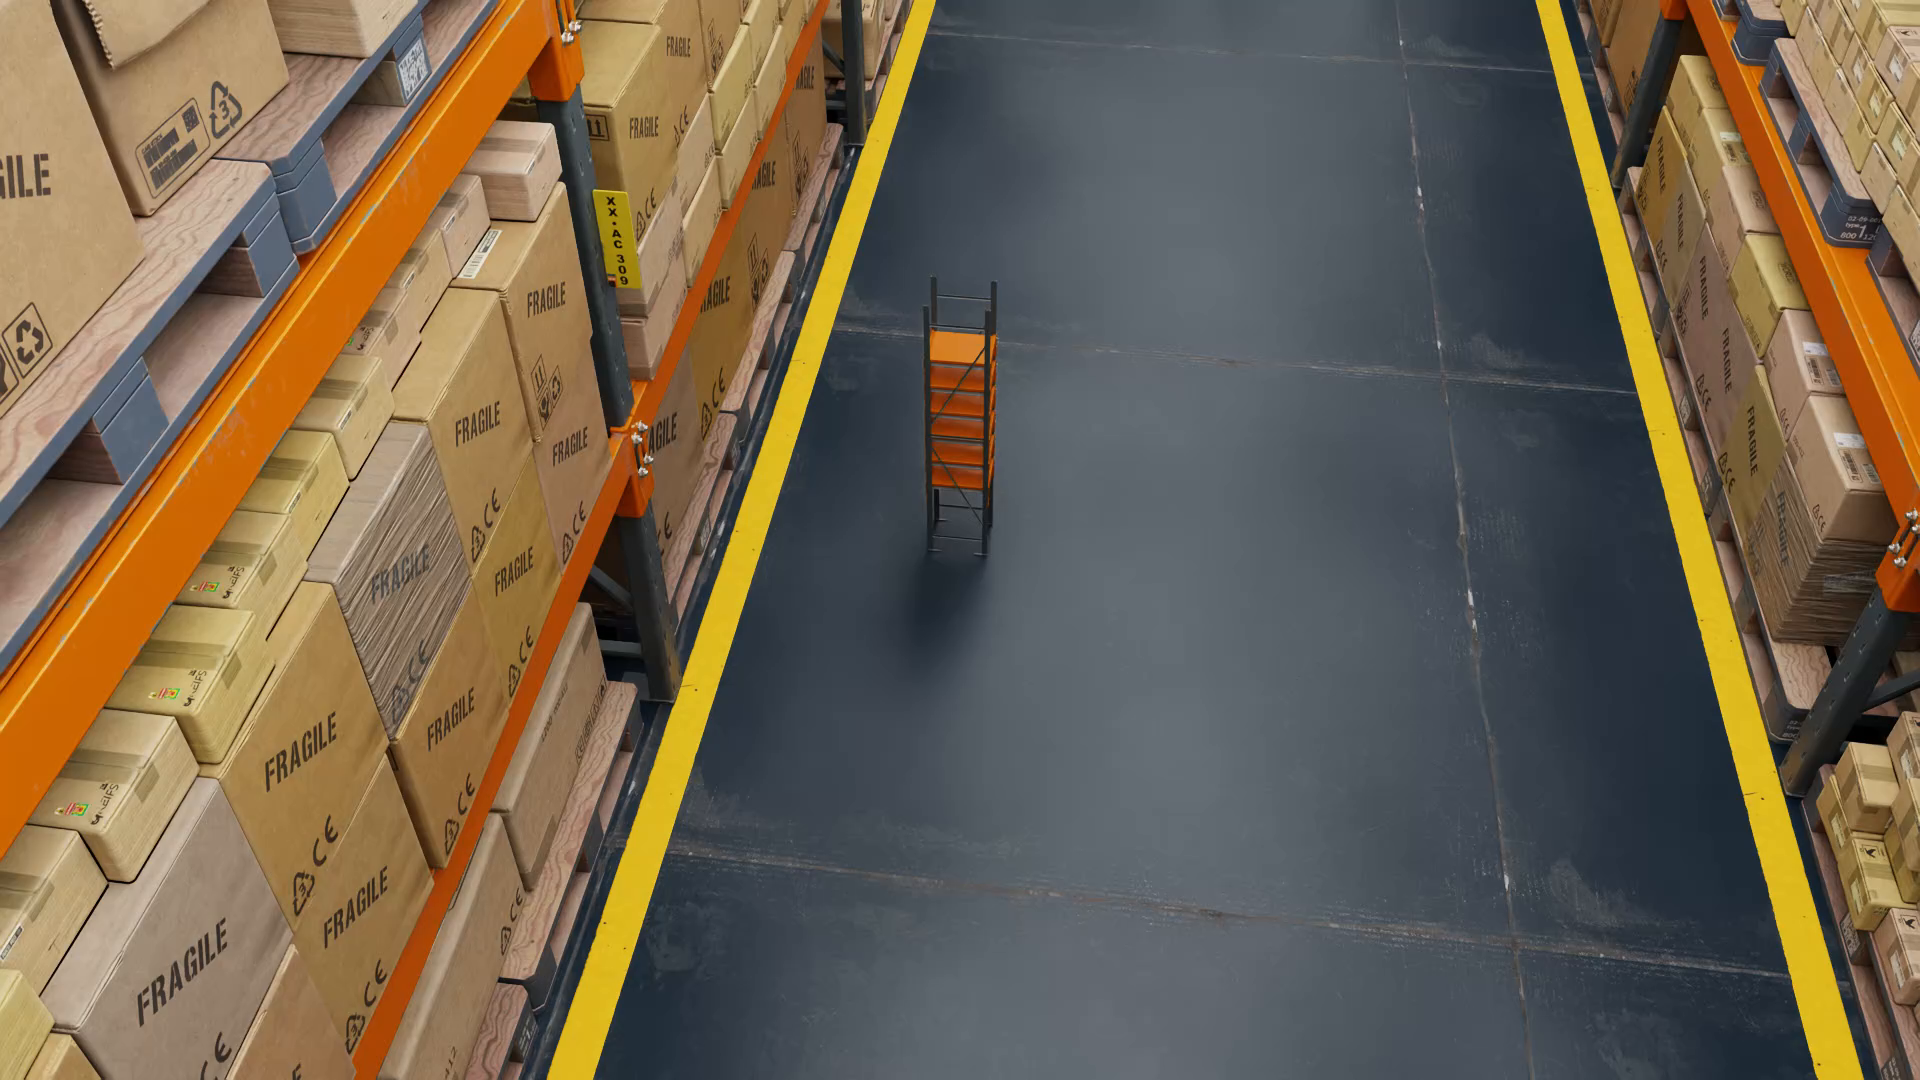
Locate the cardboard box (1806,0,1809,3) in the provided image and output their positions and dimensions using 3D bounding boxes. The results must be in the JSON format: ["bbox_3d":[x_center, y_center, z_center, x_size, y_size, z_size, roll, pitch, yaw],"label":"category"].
[{"bbox_3d":[3.550,-2.233,6.588,0.380,0.149,0.250,5,44,6],"label":"cardboard box"}]

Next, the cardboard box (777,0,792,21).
[{"bbox_3d":[-0.932,-2.369,6.816,0.500,0.250,0.500,4,44,4],"label":"cardboard box"}]

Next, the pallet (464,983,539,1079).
[{"bbox_3d":[-1.874,1.788,4.708,1.003,0.211,1.213,5,44,6],"label":"pallet"}]

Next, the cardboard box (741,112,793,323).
[{"bbox_3d":[-1.304,-1.606,7.504,0.875,0.875,0.875,6,44,6],"label":"cardboard box"}]

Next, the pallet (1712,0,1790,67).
[{"bbox_3d":[3.924,-2.350,7.189,1.213,0.211,1.003,5,44,6],"label":"pallet"}]

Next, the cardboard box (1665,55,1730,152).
[{"bbox_3d":[3.581,-1.984,7.631,0.500,0.250,0.500,3,44,4],"label":"cardboard box"}]

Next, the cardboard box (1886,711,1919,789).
[{"bbox_3d":[3.132,0.694,5.171,0.380,0.149,0.250,7,44,7],"label":"cardboard box"}]

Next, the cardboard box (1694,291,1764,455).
[{"bbox_3d":[3.372,-0.659,6.777,0.500,0.500,0.500,4,44,5],"label":"cardboard box"}]

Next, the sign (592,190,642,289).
[{"bbox_3d":[-0.986,-0.863,4.793,0.100,0.325,0.005,5,44,6],"label":"sign"}]

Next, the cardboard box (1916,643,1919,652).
[{"bbox_3d":[3.744,0.087,5.989,0.500,0.500,0.500,7,44,7],"label":"cardboard box"}]

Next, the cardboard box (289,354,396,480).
[{"bbox_3d":[-1.460,-0.279,3.591,0.380,0.149,0.250,5,44,5],"label":"cardboard box"}]

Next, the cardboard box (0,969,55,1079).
[{"bbox_3d":[-1.615,0.772,2.481,0.380,0.149,0.250,4,44,4],"label":"cardboard box"}]

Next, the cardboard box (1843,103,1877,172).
[{"bbox_3d":[3.409,-1.427,5.952,0.380,0.149,0.250,7,44,7],"label":"cardboard box"}]

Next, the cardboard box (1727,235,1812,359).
[{"bbox_3d":[3.368,-0.947,6.535,0.500,0.250,0.500,3,44,4],"label":"cardboard box"}]

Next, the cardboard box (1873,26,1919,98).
[{"bbox_3d":[3.416,-1.645,5.751,0.380,0.149,0.250,3,44,4],"label":"cardboard box"}]

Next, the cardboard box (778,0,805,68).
[{"bbox_3d":[-0.952,-2.182,6.981,0.500,0.250,0.500,5,44,5],"label":"cardboard box"}]

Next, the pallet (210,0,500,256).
[{"bbox_3d":[-1.655,-1.070,3.581,1.003,0.211,1.213,5,44,6],"label":"pallet"}]

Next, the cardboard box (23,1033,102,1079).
[{"bbox_3d":[-1.658,1.103,2.603,0.500,0.500,0.500,4,44,4],"label":"cardboard box"}]

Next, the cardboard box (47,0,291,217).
[{"bbox_3d":[-1.683,-0.963,2.950,0.797,0.503,0.637,8,44,9],"label":"cardboard box"}]

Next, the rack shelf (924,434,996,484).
[{"bbox_3d":[0.002,-0.326,6.461,0.258,0.103,0.180,5,44,6],"label":"rack shelf"}]

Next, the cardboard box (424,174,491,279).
[{"bbox_3d":[-1.404,-0.796,4.137,0.380,0.149,0.250,6,44,7],"label":"cardboard box"}]

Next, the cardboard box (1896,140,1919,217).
[{"bbox_3d":[3.341,-1.182,5.478,0.380,0.149,0.250,4,44,4],"label":"cardboard box"}]

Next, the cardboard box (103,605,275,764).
[{"bbox_3d":[-1.497,0.252,3.031,0.380,0.149,0.250,4,44,4],"label":"cardboard box"}]

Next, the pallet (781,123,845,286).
[{"bbox_3d":[-1.187,-1.753,8.447,1.003,0.211,1.213,5,44,6],"label":"pallet"}]

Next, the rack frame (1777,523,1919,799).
[{"bbox_3d":[3.383,-0.188,4.767,1.000,3.000,0.127,5,44,6],"label":"rack frame"}]

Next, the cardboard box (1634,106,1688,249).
[{"bbox_3d":[3.566,-1.700,7.877,0.500,0.500,0.500,4,44,4],"label":"cardboard box"}]

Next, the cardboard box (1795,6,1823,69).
[{"bbox_3d":[3.515,-1.957,6.512,0.380,0.149,0.250,7,44,7],"label":"cardboard box"}]

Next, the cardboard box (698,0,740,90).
[{"bbox_3d":[-1.085,-1.933,5.810,0.500,0.500,0.500,4,44,4],"label":"cardboard box"}]

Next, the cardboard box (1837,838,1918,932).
[{"bbox_3d":[2.982,1.095,5.180,0.380,0.149,0.250,6,44,7],"label":"cardboard box"}]

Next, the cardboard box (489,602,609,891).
[{"bbox_3d":[-1.726,0.626,5.465,0.875,0.438,0.875,5,44,5],"label":"cardboard box"}]

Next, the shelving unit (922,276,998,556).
[{"bbox_3d":[0.002,-0.446,6.348,0.258,1.200,0.189,5,44,6],"label":"shelving unit"}]

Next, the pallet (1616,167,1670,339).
[{"bbox_3d":[3.807,-1.370,8.043,1.003,0.211,1.213,5,44,6],"label":"pallet"}]

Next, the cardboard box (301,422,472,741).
[{"bbox_3d":[-1.458,0.071,3.694,0.500,0.500,0.500,6,44,6],"label":"cardboard box"}]

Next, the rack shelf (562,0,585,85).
[{"bbox_3d":[-1.272,-2.761,5.825,1.077,0.370,4.000,5,44,6],"label":"rack shelf"}]

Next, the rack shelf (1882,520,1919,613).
[{"bbox_3d":[3.119,1.436,3.575,1.077,0.370,4.000,5,44,6],"label":"rack shelf"}]

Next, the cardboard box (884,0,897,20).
[{"bbox_3d":[-0.834,-3.382,9.746,0.950,0.372,0.625,4,44,5],"label":"cardboard box"}]

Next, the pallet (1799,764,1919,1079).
[{"bbox_3d":[3.330,1.285,5.239,1.003,0.211,1.213,5,44,6],"label":"pallet"}]

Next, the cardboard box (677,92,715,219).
[{"bbox_3d":[-1.158,-1.329,5.717,0.500,0.250,0.500,6,44,6],"label":"cardboard box"}]

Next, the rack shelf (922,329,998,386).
[{"bbox_3d":[0.002,-0.675,6.131,0.258,0.103,0.180,5,44,6],"label":"rack shelf"}]

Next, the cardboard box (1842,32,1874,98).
[{"bbox_3d":[3.449,-1.711,6.036,0.380,0.149,0.250,7,44,7],"label":"cardboard box"}]

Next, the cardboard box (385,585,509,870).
[{"bbox_3d":[-1.459,0.429,4.043,0.500,0.500,0.500,5,44,5],"label":"cardboard box"}]

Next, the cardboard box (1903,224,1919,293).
[{"bbox_3d":[3.308,-0.885,5.380,0.380,0.149,0.250,5,44,5],"label":"cardboard box"}]

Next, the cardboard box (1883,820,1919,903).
[{"bbox_3d":[3.074,0.985,5.080,0.380,0.149,0.250,6,44,6],"label":"cardboard box"}]

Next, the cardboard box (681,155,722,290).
[{"bbox_3d":[-1.150,-1.144,5.885,0.500,0.250,0.500,4,44,4],"label":"cardboard box"}]
